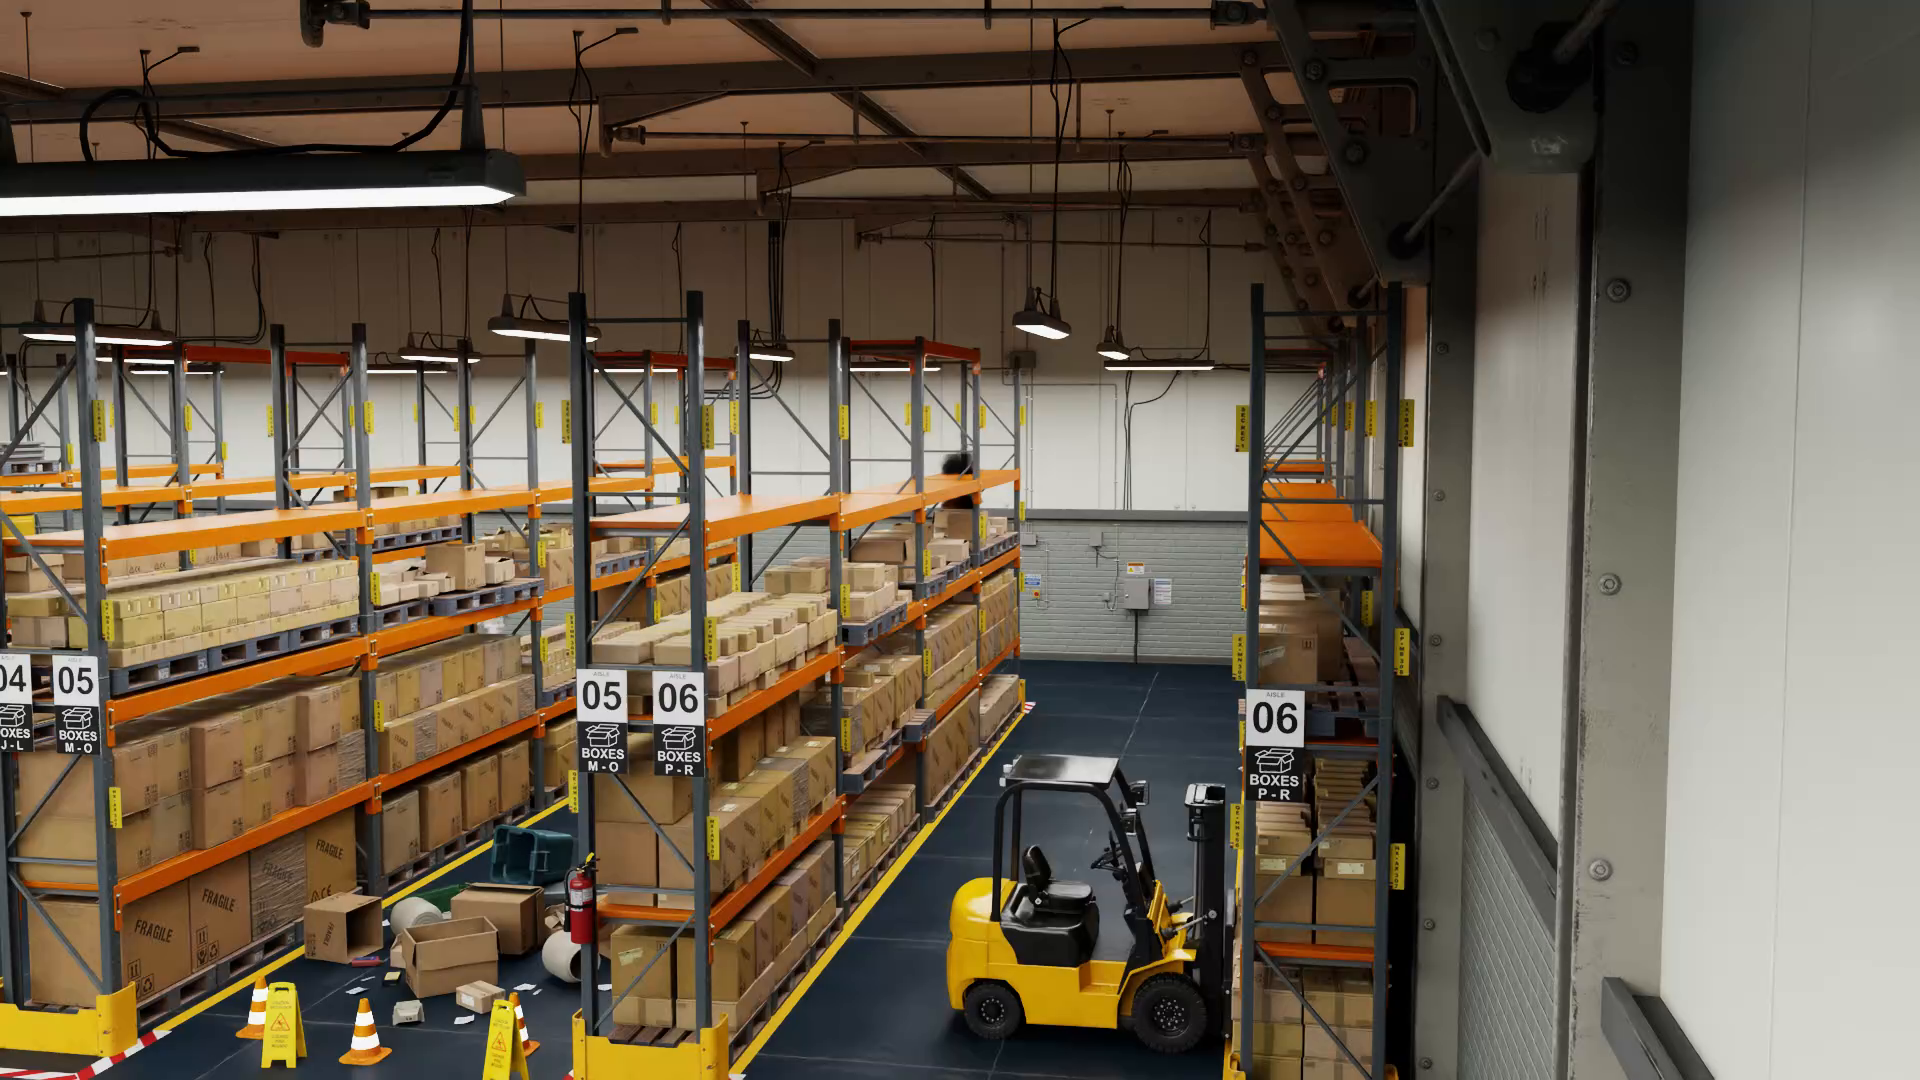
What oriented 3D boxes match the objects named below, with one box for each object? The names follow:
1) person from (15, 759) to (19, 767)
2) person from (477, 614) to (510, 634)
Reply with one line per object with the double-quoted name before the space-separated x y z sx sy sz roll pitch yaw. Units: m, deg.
"person" -13.340 2.518 23.099 0.547 1.569 0.813 0 5 1
"person" -8.924 1.721 31.808 0.847 1.826 0.656 3 6 33
